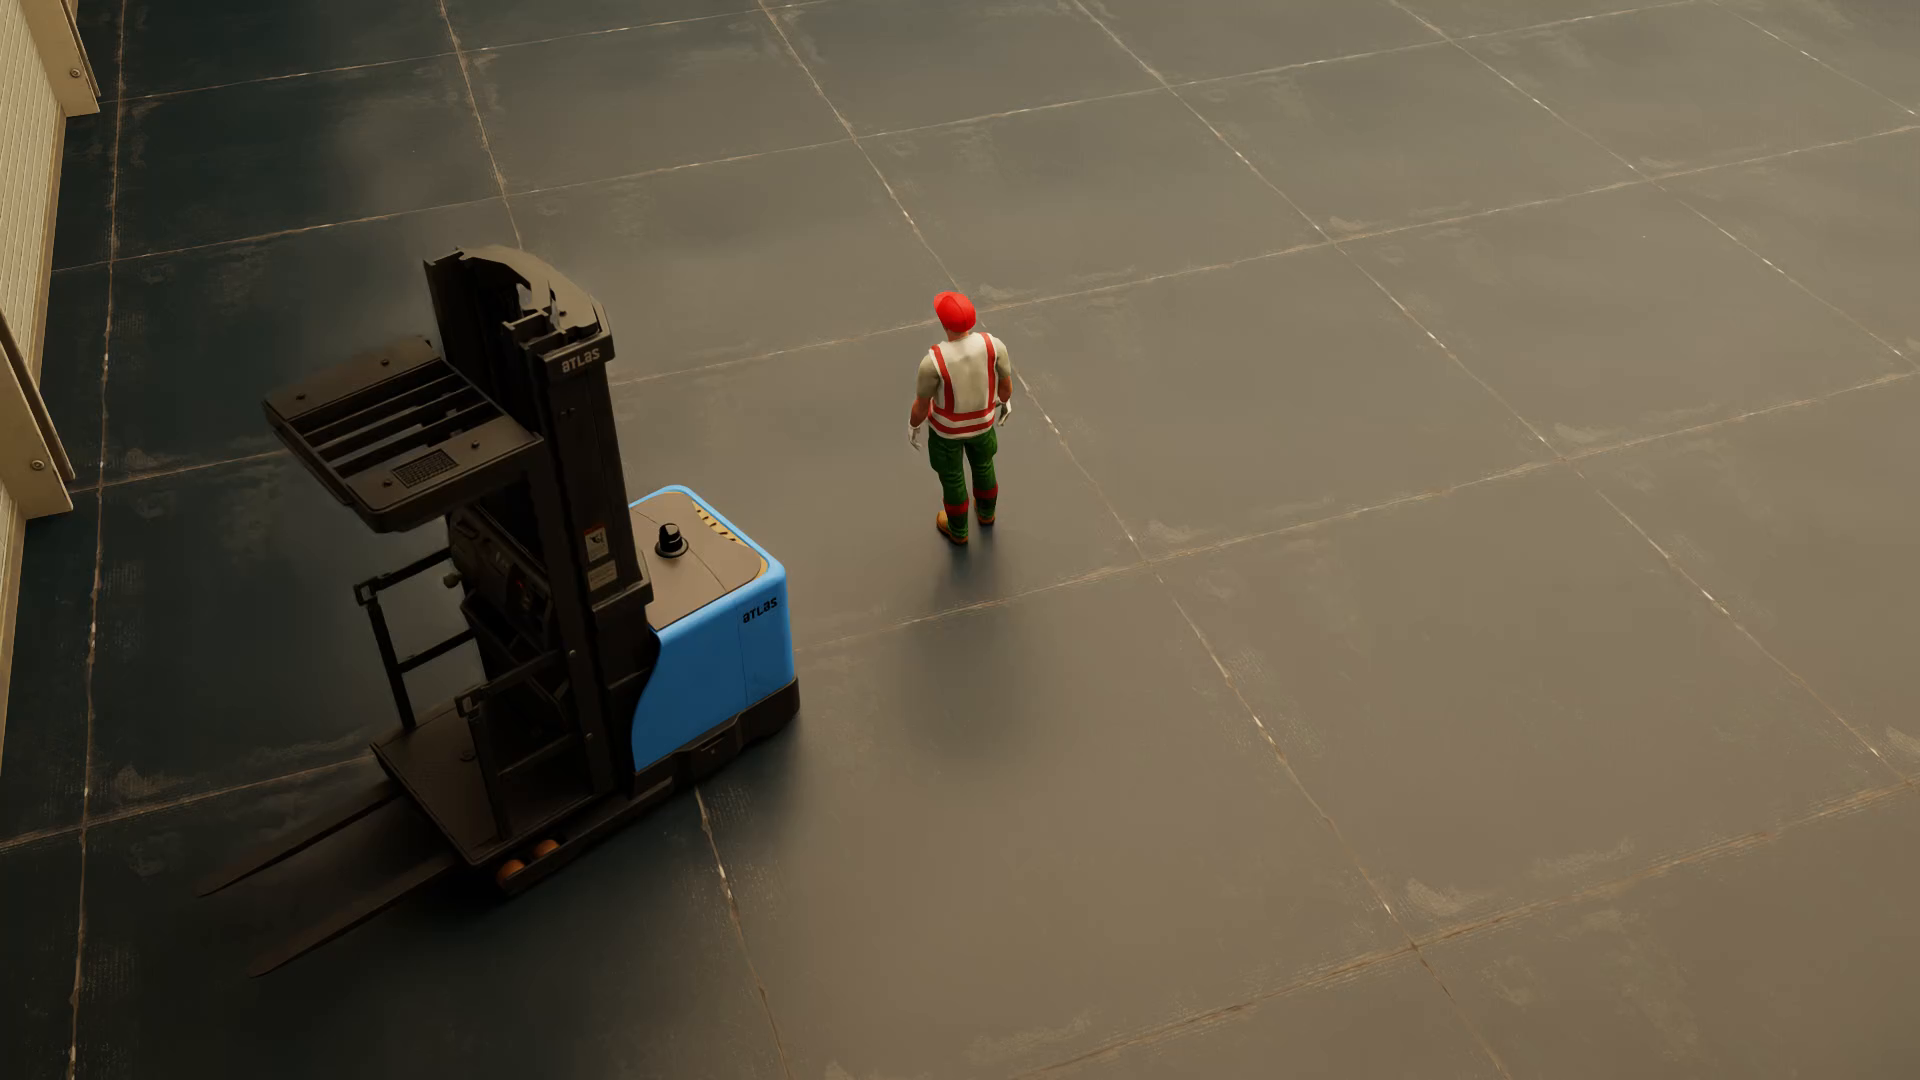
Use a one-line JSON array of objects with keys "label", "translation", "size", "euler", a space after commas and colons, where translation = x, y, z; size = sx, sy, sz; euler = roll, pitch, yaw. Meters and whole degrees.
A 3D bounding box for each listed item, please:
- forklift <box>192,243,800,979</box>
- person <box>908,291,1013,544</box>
[{"label": "forklift", "translation": [-2.312, 0.236, 7.715], "size": [3.031, 2.935, 1.130], "euler": [-30, 48, -30]}, {"label": "person", "translation": [-0.016, -0.742, 9.757], "size": [0.638, 1.788, 0.563], "euler": [-13, 42, -15]}]
